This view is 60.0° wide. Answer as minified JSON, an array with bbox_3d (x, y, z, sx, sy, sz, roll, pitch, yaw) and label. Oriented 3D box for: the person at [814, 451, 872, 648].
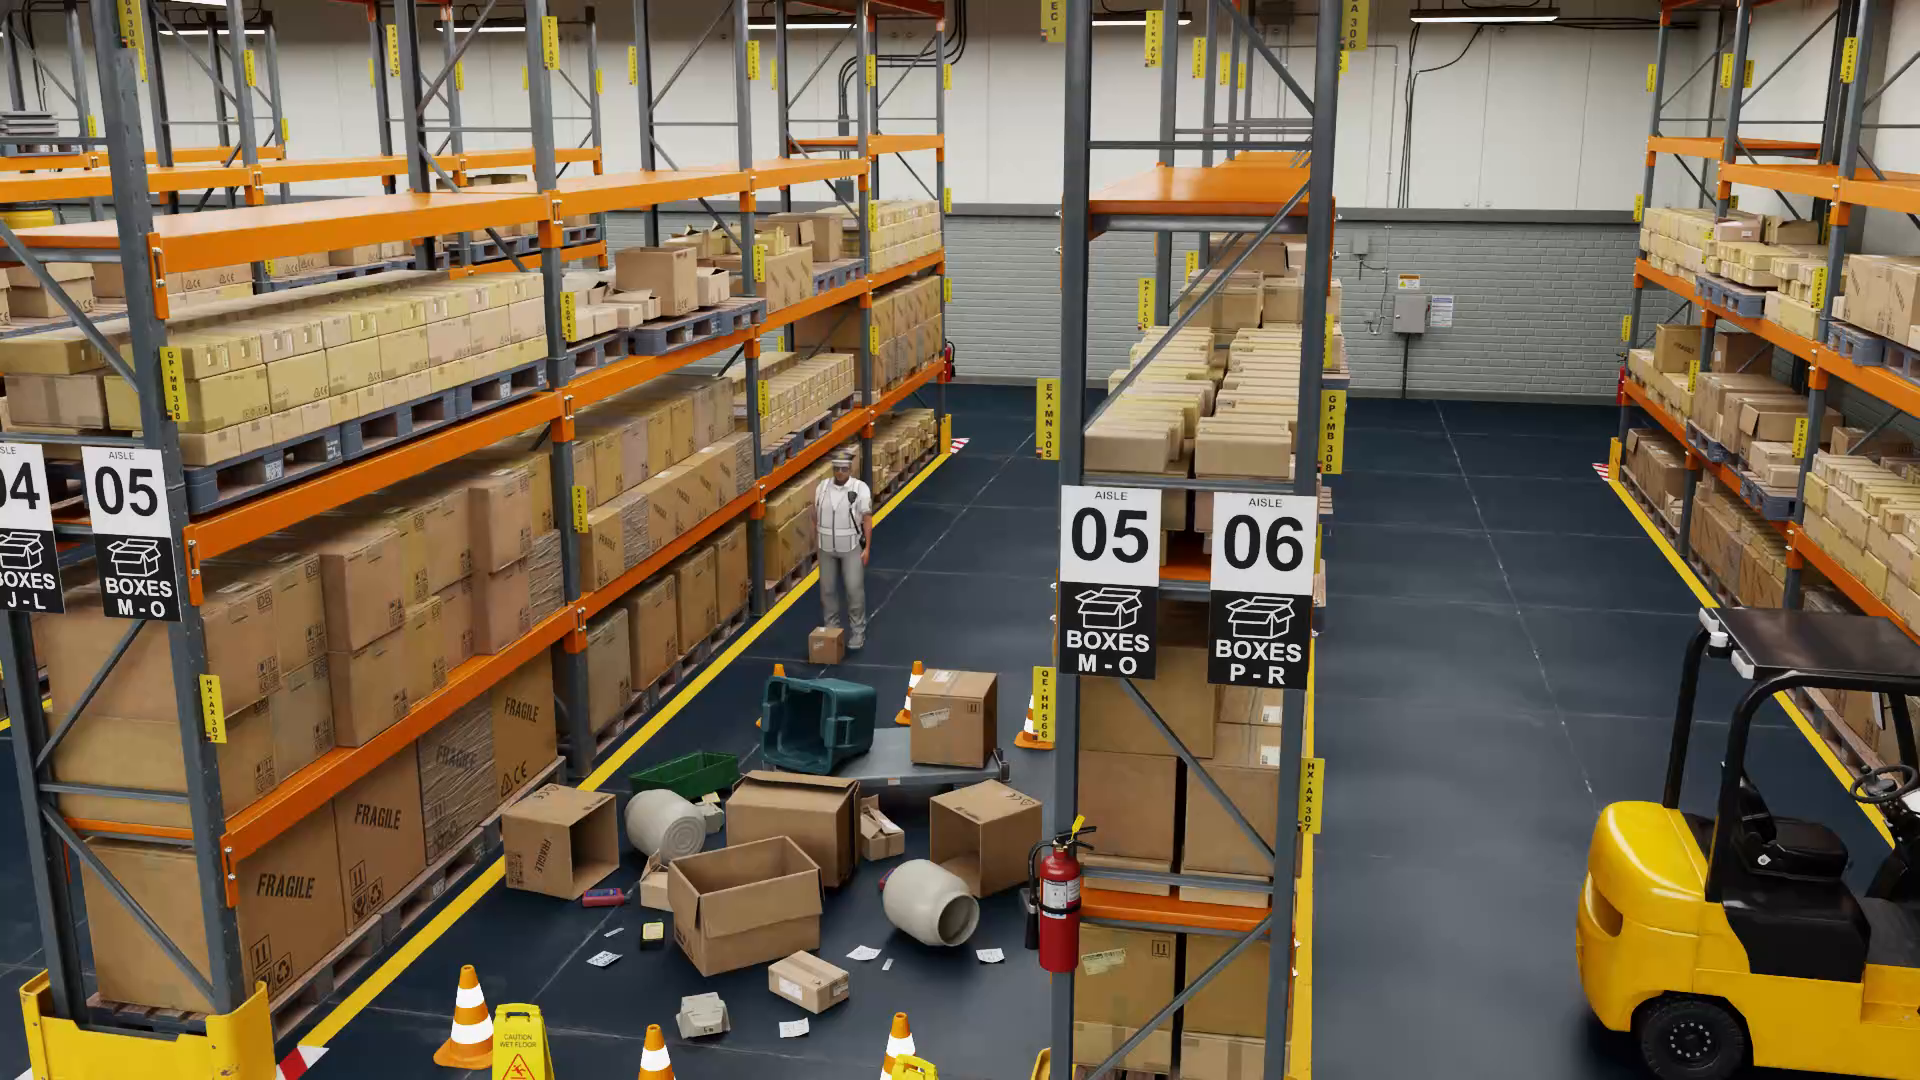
[{"bbox_3d":[-1.041,0.068,14.721,0.527,1.761,0.394,3,15,12],"label":"person"}]
